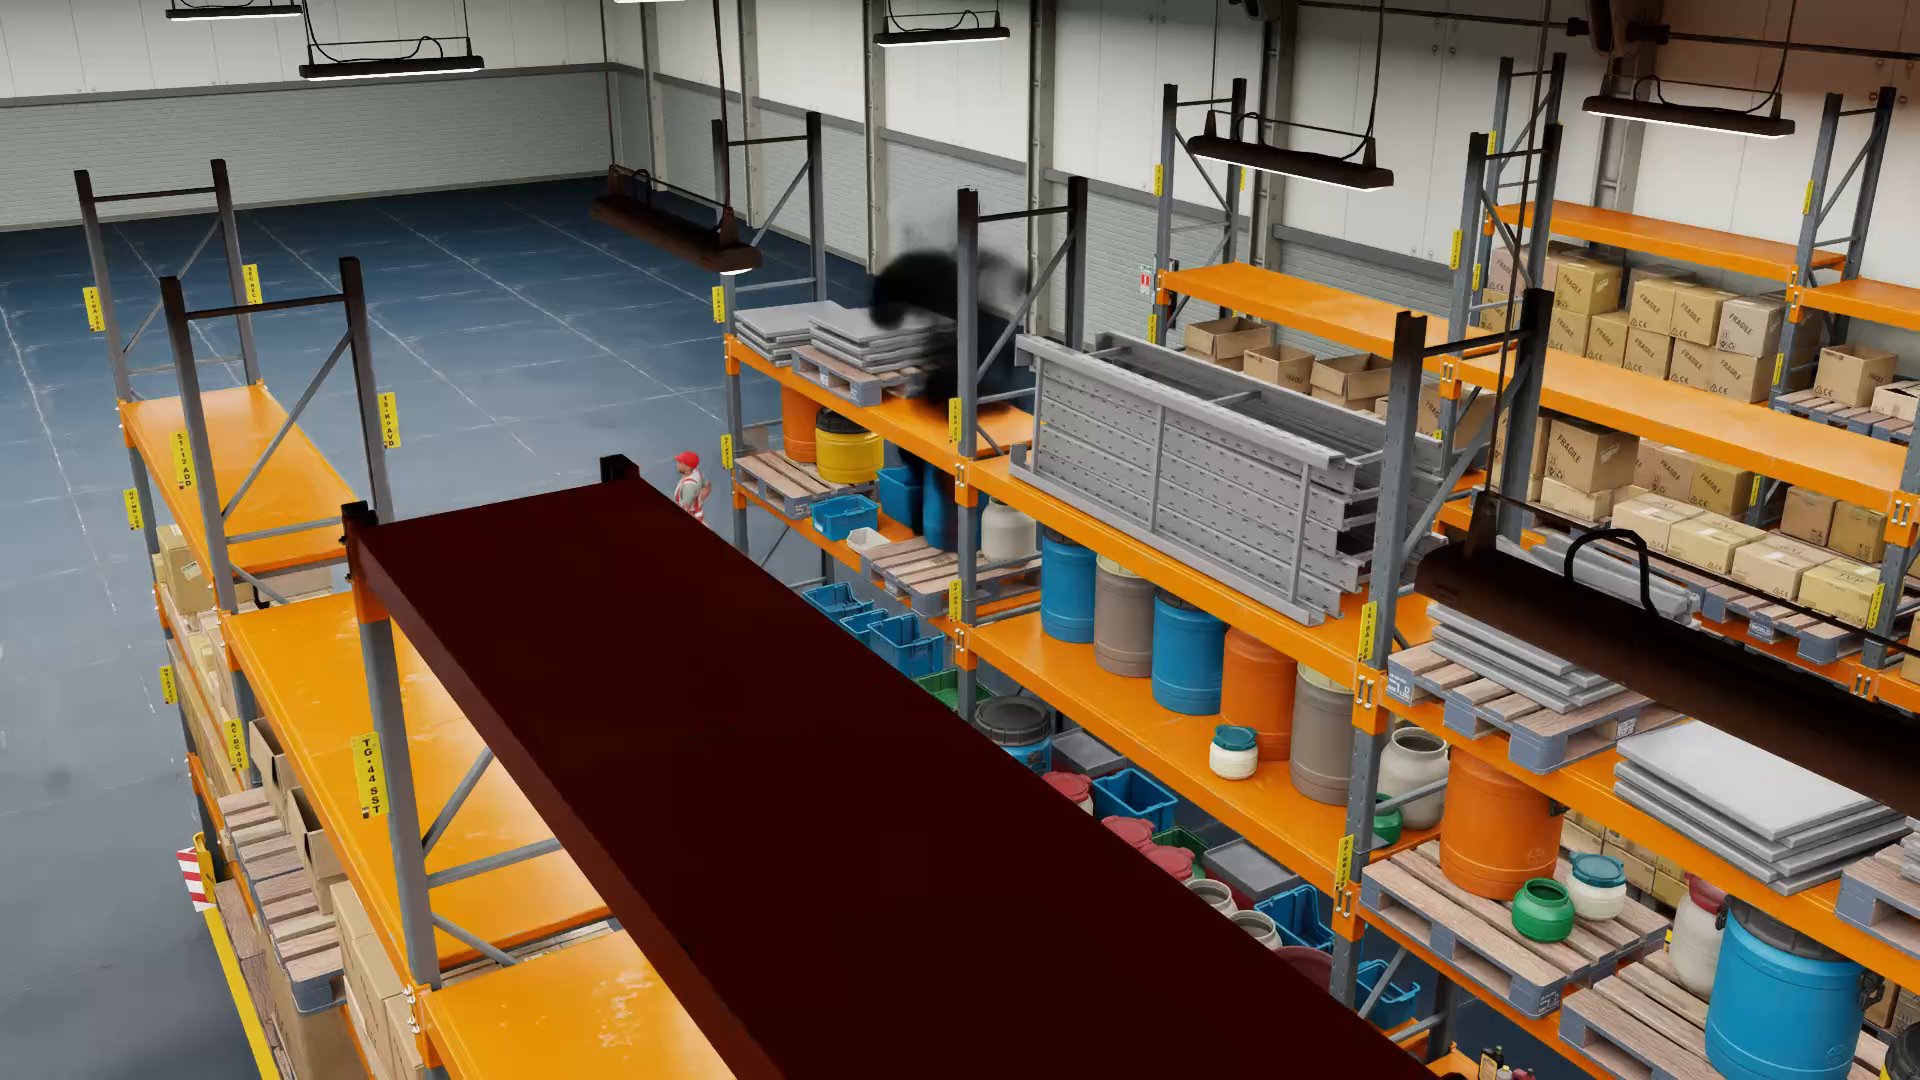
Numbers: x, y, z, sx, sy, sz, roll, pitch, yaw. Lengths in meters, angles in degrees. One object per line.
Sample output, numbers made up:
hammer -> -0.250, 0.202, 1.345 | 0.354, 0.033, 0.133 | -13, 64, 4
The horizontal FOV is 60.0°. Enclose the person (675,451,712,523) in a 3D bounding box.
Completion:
person -> -3.219, -0.216, 19.525 | 0.656, 1.748, 0.646 | -3, 22, -7

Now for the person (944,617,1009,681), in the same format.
person -> 0.176, 1.042, 16.498 | 0.733, 1.742, 0.711 | -16, 27, -35
